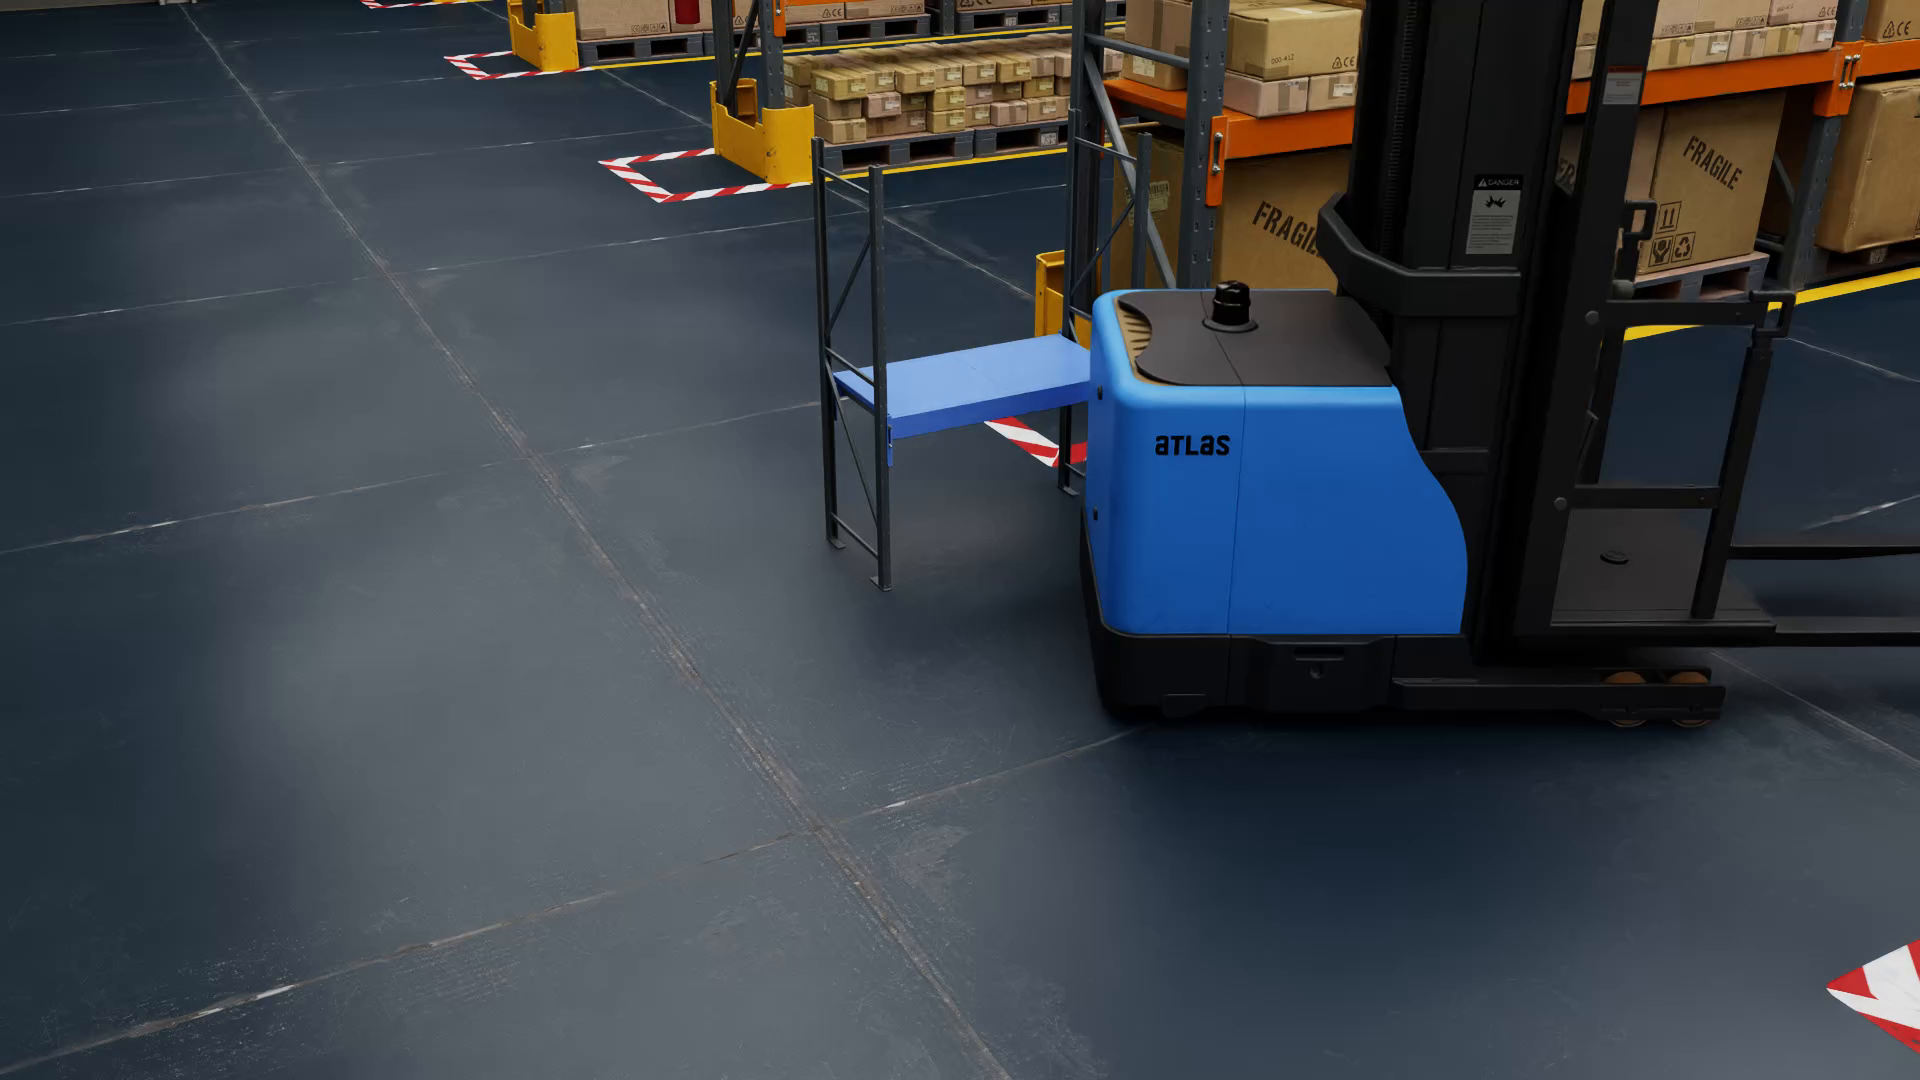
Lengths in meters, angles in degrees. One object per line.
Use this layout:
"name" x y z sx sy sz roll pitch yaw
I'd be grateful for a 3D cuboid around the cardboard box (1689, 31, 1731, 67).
"cardboard box" 3.522 -2.431 8.139 0.250 0.149 0.380 -12 28 -24

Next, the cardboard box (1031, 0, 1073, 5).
"cardboard box" 0.957 -6.249 17.769 0.875 0.875 0.875 -12 28 -24

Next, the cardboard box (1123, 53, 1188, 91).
"cardboard box" 0.947 -2.159 7.572 0.250 0.149 0.380 -12 28 -24

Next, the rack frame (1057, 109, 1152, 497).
"rack frame" 0.524 -0.797 6.177 0.032 1.500 0.500 -13 29 -25

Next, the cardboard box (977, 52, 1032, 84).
"cardboard box" 0.317 -3.414 12.016 0.250 0.149 0.380 -13 28 -24

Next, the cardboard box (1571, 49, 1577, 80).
"cardboard box" 2.613 -2.221 7.701 0.250 0.149 0.380 -14 29 -26

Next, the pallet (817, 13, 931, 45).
"pallet" -1.054 -5.292 17.027 1.213 0.211 1.003 -13 29 -25

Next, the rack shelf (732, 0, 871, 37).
"rack shelf" 0.307 -4.072 12.097 4.000 0.370 1.077 -13 29 -25

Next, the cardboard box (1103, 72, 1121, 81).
"cardboard box" 1.000 -3.462 12.460 0.250 0.149 0.380 -12 28 -24

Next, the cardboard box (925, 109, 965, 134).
"cardboard box" -0.159 -3.026 11.895 0.250 0.149 0.380 -13 28 -24

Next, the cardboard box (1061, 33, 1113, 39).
"cardboard box" 0.980 -3.819 12.861 0.250 0.149 0.380 -14 29 -26

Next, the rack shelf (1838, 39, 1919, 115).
"rack shelf" 6.082 -2.972 9.805 4.000 0.370 1.077 -13 29 -25

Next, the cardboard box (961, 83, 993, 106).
"cardboard box" 0.035 -3.255 12.029 0.250 0.149 0.380 -14 29 -28

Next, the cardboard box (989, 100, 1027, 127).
"cardboard box" 0.282 -3.131 12.115 0.250 0.149 0.380 -15 29 -28

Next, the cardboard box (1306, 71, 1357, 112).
"cardboard box" 1.482 -1.960 7.157 0.250 0.149 0.380 -13 29 -26

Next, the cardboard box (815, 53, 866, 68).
"cardboard box" -0.861 -3.395 11.977 0.250 0.149 0.380 -12 28 -24

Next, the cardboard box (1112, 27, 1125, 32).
"cardboard box" 1.400 -3.952 13.136 0.250 0.149 0.380 -12 28 -23

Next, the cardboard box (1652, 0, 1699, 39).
"cardboard box" 3.145 -2.555 7.935 0.500 0.250 0.500 -12 28 -24

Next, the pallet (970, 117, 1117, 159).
"pallet" 0.418 -3.146 12.559 1.213 0.211 1.003 -13 29 -25

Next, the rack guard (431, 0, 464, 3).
"rack guard" -6.148 -6.642 19.507 0.348 0.500 1.175 -13 29 -25

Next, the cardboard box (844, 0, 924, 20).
"cardboard box" -0.951 -5.621 16.967 0.875 0.438 0.875 -13 29 -26

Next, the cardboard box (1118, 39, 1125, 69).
"cardboard box" 1.192 -3.660 12.530 0.250 0.149 0.380 -12 28 -23

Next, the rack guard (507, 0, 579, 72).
"rack guard" -3.897 -4.727 15.518 0.348 0.500 1.175 -13 29 -25

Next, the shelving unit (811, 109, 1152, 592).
"shelving unit" 0.075 -0.693 5.962 1.048 1.500 0.538 -13 29 -25

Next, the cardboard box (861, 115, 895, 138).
"cardboard box" -0.652 -2.962 11.763 0.250 0.149 0.380 -13 29 -25

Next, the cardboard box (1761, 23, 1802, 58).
"cardboard box" 3.975 -2.536 8.356 0.250 0.149 0.380 -12 28 -24

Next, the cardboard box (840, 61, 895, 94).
"cardboard box" -0.648 -3.240 11.655 0.250 0.149 0.380 -12 28 -24

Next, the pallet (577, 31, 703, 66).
"pallet" -3.207 -4.795 15.992 1.213 0.211 1.003 -13 29 -25

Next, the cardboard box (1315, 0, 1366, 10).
"cardboard box" 1.779 -2.575 7.111 0.500 0.500 0.500 -14 29 -26

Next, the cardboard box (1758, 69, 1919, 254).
"cardboard box" 4.872 -2.258 9.458 0.875 0.875 1.225 -13 29 -25

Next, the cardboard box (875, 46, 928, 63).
"cardboard box" -0.434 -3.525 12.248 0.250 0.149 0.380 -14 29 -27

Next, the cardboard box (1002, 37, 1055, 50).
"cardboard box" 0.516 -3.712 12.636 0.250 0.149 0.380 -14 29 -27

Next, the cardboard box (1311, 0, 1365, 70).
"cardboard box" 1.794 -2.244 7.287 0.500 0.250 0.500 -13 29 -26

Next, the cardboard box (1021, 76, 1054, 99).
"cardboard box" 0.498 -3.377 12.283 0.250 0.149 0.380 -12 28 -23

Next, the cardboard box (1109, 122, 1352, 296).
"cardboard box" 1.315 -1.467 7.809 0.875 0.875 0.875 -13 29 -25

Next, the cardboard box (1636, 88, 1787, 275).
"cardboard box" 3.697 -2.017 8.954 0.875 0.875 0.875 -13 29 -25

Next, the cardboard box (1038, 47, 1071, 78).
"cardboard box" 0.764 -3.510 12.217 0.250 0.149 0.380 -14 29 -27

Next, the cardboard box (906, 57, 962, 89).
"cardboard box" -0.186 -3.325 11.831 0.250 0.149 0.380 -15 29 -28

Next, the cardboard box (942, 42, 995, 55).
"cardboard box" 0.062 -3.612 12.429 0.250 0.149 0.380 -14 29 -27

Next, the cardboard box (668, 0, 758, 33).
"cardboard box" -2.537 -5.255 16.205 0.875 0.438 0.875 -12 28 -24

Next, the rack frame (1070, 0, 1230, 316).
"rack frame" 0.788 -2.074 7.105 0.127 3.000 1.000 -13 29 -25

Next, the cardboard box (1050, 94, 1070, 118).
"cardboard box" 0.711 -3.260 12.382 0.250 0.149 0.380 -12 28 -24

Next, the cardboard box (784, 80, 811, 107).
"cardboard box" -1.126 -3.244 12.005 0.250 0.149 0.380 -14 29 -26

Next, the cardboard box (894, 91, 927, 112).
"cardboard box" -0.432 -3.154 11.818 0.250 0.149 0.380 -13 28 -24

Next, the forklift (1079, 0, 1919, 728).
"forklift" 1.939 -0.981 4.908 3.031 2.935 1.130 0 26 0

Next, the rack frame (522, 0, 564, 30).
"rack frame" -3.876 -5.859 14.987 0.127 3.000 1.000 -13 29 -25

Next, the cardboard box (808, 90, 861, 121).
"cardboard box" -0.874 -3.036 11.573 0.250 0.149 0.380 -12 28 -23

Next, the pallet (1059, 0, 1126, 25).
"pallet" 1.377 -5.853 18.196 1.213 0.211 1.003 -13 29 -25

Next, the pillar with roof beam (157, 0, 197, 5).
"pillar with roof beam" -6.992 -8.609 13.784 0.400 9.000 9.100 -13 29 -25

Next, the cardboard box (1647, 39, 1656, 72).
"cardboard box" 3.068 -2.327 7.920 0.250 0.149 0.380 -13 29 -26

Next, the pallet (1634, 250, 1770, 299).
"pallet" 3.609 -1.507 9.145 1.213 0.211 1.003 -13 29 -25

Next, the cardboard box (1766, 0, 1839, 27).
"cardboard box" 4.051 -2.765 8.373 0.500 0.250 0.500 -14 29 -26
